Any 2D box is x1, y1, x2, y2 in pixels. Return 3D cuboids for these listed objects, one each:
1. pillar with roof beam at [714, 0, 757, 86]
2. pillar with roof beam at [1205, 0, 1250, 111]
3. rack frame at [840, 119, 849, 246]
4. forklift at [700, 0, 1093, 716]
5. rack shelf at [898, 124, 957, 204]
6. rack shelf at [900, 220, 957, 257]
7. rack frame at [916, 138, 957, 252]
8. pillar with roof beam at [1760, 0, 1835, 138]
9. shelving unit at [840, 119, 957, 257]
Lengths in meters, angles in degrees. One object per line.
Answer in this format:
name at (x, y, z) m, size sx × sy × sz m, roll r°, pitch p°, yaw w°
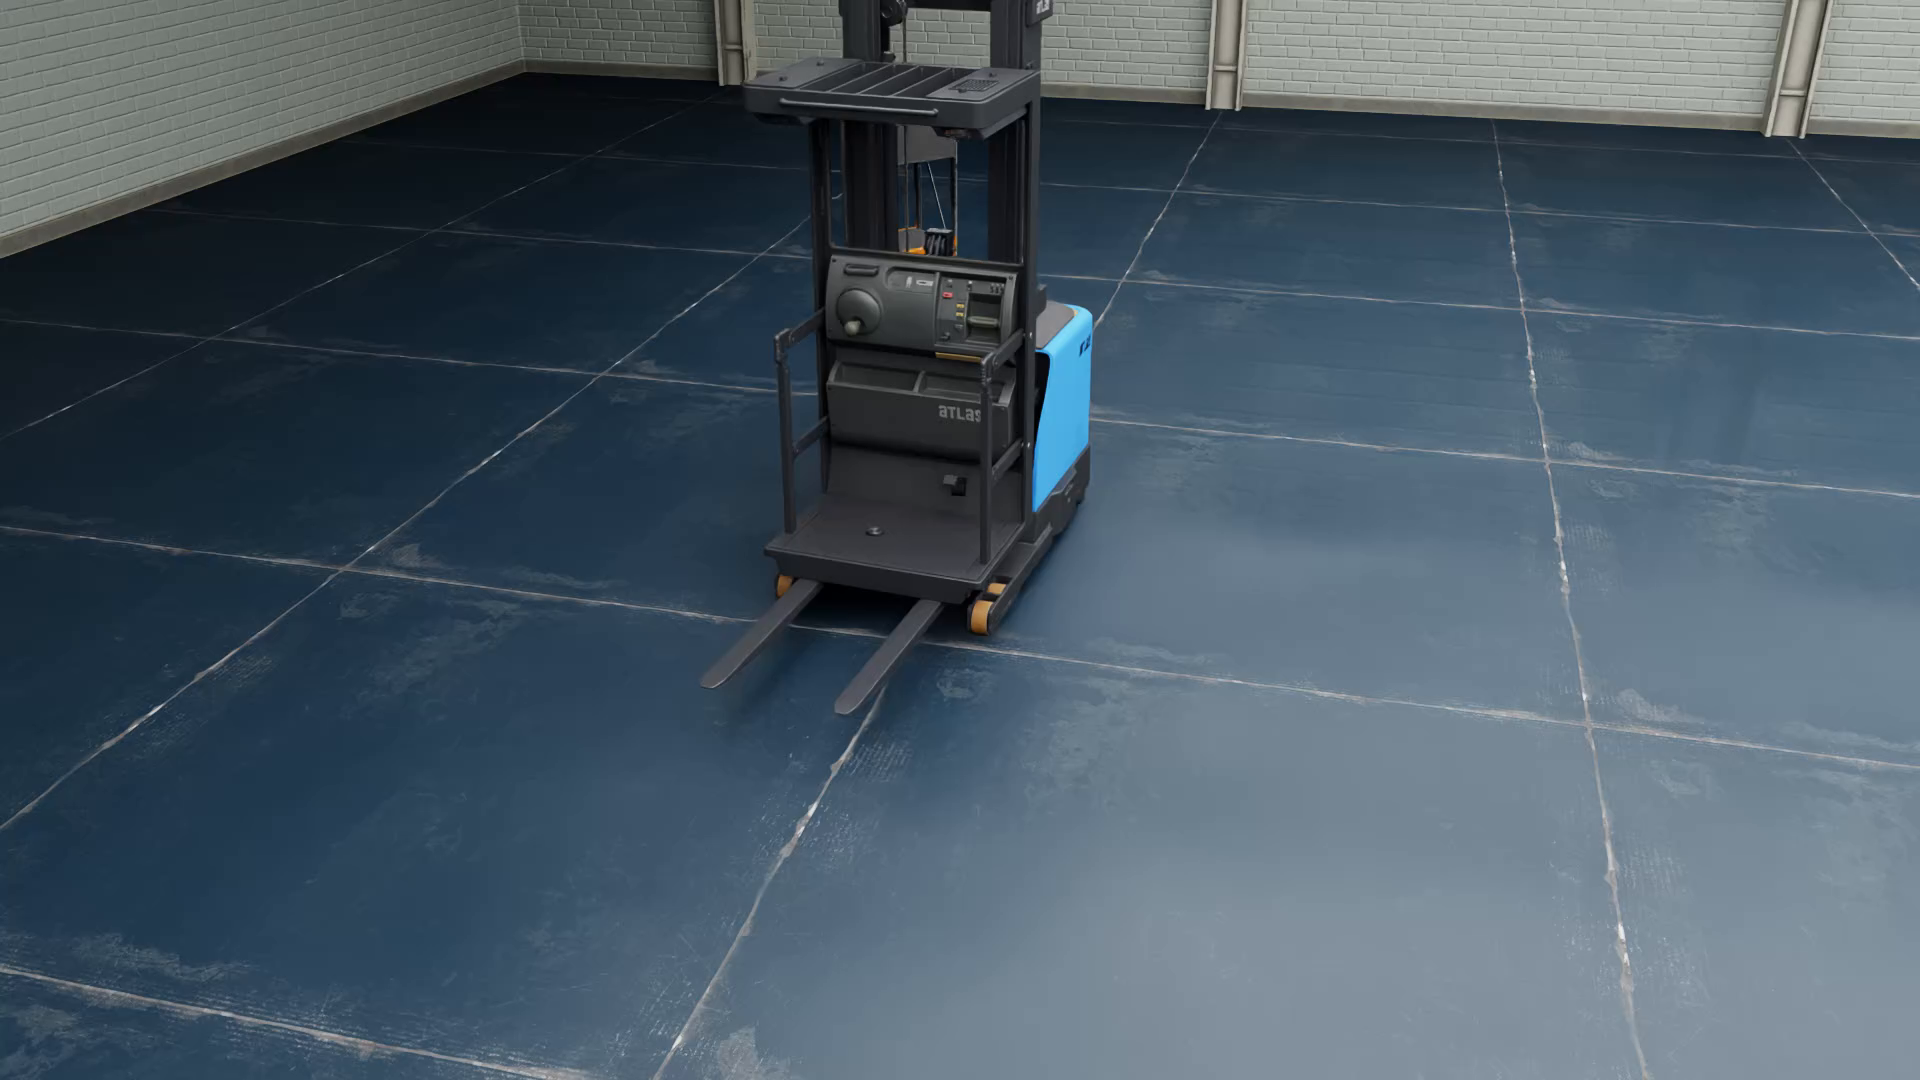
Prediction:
pillar with roof beam at (-3.824, -7.931, 14.940) m, size 0.400 × 9.000 × 9.100 m, roll 6°, pitch 26°, yaw 13°
pillar with roof beam at (1.987, -7.289, 13.591) m, size 0.400 × 9.000 × 9.100 m, roll 6°, pitch 26°, yaw 13°
rack frame at (-0.535, -1.437, 9.326) m, size 0.015 × 2.100 × 0.400 m, roll -16°, pitch 30°, yaw -31°
forklift at (-0.259, -1.074, 7.597) m, size 1.130 × 2.935 × 3.031 m, roll 9°, pitch 27°, yaw 18°
rack shelf at (-0.334, -2.116, 9.156) m, size 0.480 × 0.518 × 0.431 m, roll -16°, pitch 30°, yaw -31°
rack shelf at (-0.334, -1.484, 9.457) m, size 0.480 × 0.518 × 0.431 m, roll -16°, pitch 30°, yaw -31°
rack frame at (-0.133, -1.556, 9.576) m, size 0.015 × 2.100 × 0.400 m, roll -16°, pitch 30°, yaw -31°
pillar with roof beam at (7.798, -6.646, 12.241) m, size 0.400 × 9.000 × 9.100 m, roll 6°, pitch 26°, yaw 13°
shelving unit at (-0.334, -1.497, 9.451) m, size 0.503 × 2.100 × 0.431 m, roll -16°, pitch 30°, yaw -31°
